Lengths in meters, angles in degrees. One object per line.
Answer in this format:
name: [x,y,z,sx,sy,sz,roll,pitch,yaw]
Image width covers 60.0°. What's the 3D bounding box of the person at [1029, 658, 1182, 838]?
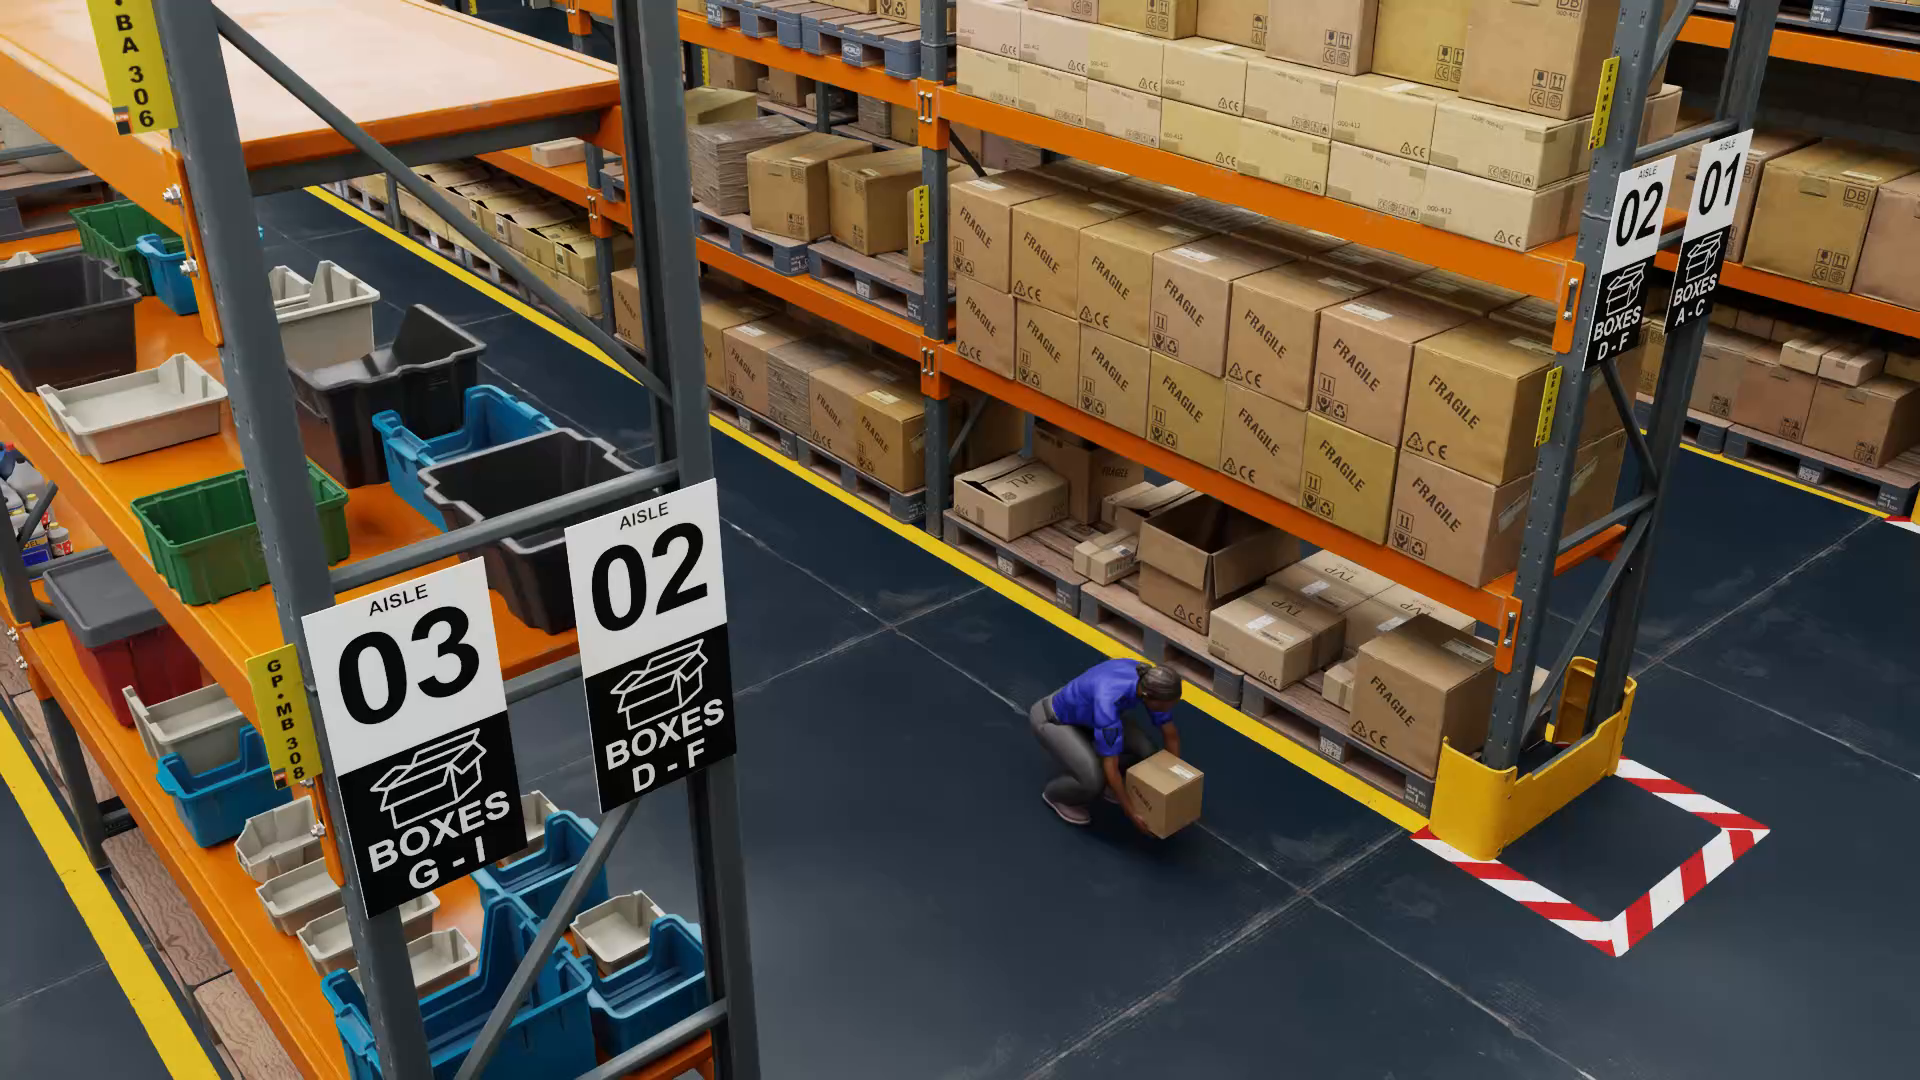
person: [0.706,0.903,7.733,0.483,0.929,0.824,-22,35,-35]
